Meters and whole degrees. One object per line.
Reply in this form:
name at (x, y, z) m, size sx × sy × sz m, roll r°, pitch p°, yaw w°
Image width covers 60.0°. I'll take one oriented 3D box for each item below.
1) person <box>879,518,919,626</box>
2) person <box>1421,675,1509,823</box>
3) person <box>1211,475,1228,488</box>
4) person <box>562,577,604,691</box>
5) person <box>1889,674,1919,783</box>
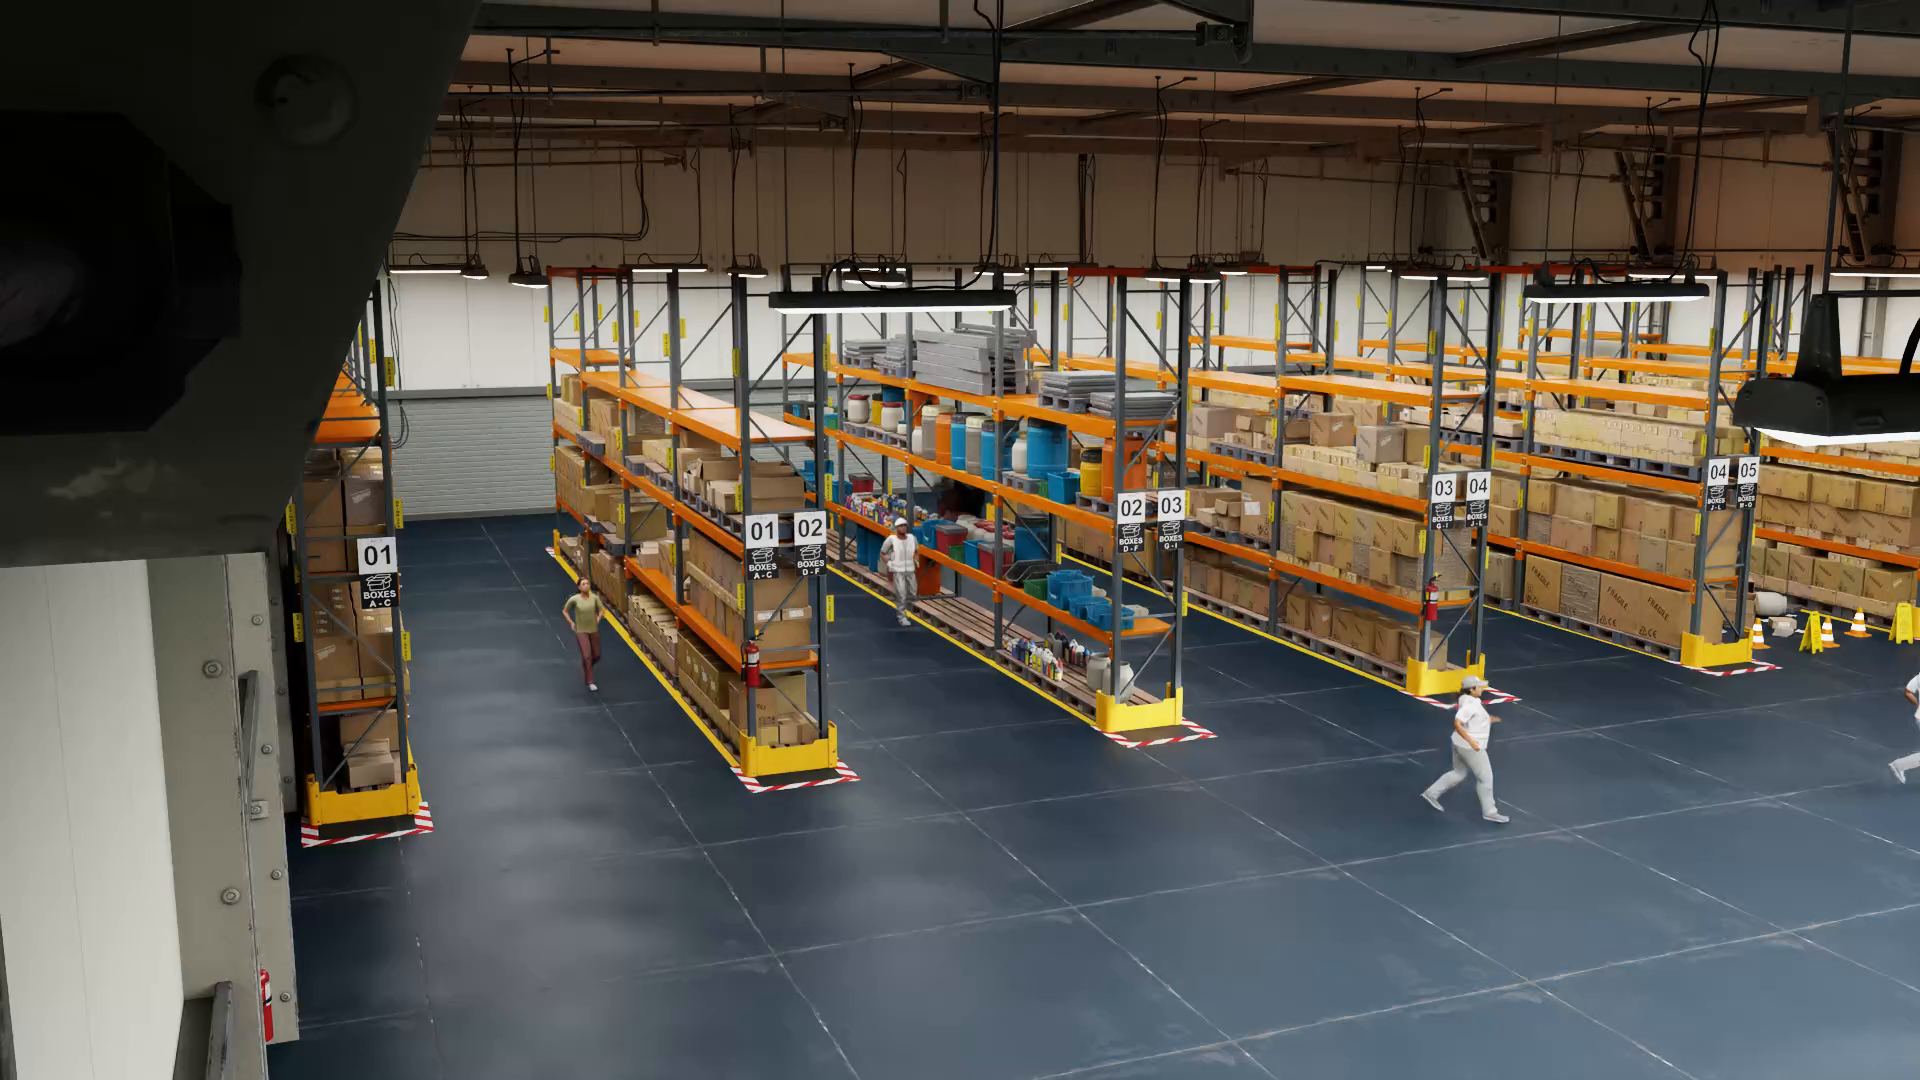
person at (-0.946, 0.508, 27.021) m, size 0.685 × 1.748 × 0.613 m, roll -5°, pitch 11°, yaw -25°
person at (5.665, 2.308, 18.519) m, size 0.943 × 1.653 × 0.605 m, roll 1°, pitch 10°, yaw 3°
person at (6.558, -1.729, 41.637) m, size 0.569 × 1.741 × 0.679 m, roll 10°, pitch 14°, yaw 44°
person at (-5.466, 1.336, 24.261) m, size 0.589 × 1.635 × 0.802 m, roll -6°, pitch 11°, yaw -29°
person at (11.364, 2.150, 19.514) m, size 0.851 × 1.687 × 0.579 m, roll 1°, pitch 10°, yaw 3°
